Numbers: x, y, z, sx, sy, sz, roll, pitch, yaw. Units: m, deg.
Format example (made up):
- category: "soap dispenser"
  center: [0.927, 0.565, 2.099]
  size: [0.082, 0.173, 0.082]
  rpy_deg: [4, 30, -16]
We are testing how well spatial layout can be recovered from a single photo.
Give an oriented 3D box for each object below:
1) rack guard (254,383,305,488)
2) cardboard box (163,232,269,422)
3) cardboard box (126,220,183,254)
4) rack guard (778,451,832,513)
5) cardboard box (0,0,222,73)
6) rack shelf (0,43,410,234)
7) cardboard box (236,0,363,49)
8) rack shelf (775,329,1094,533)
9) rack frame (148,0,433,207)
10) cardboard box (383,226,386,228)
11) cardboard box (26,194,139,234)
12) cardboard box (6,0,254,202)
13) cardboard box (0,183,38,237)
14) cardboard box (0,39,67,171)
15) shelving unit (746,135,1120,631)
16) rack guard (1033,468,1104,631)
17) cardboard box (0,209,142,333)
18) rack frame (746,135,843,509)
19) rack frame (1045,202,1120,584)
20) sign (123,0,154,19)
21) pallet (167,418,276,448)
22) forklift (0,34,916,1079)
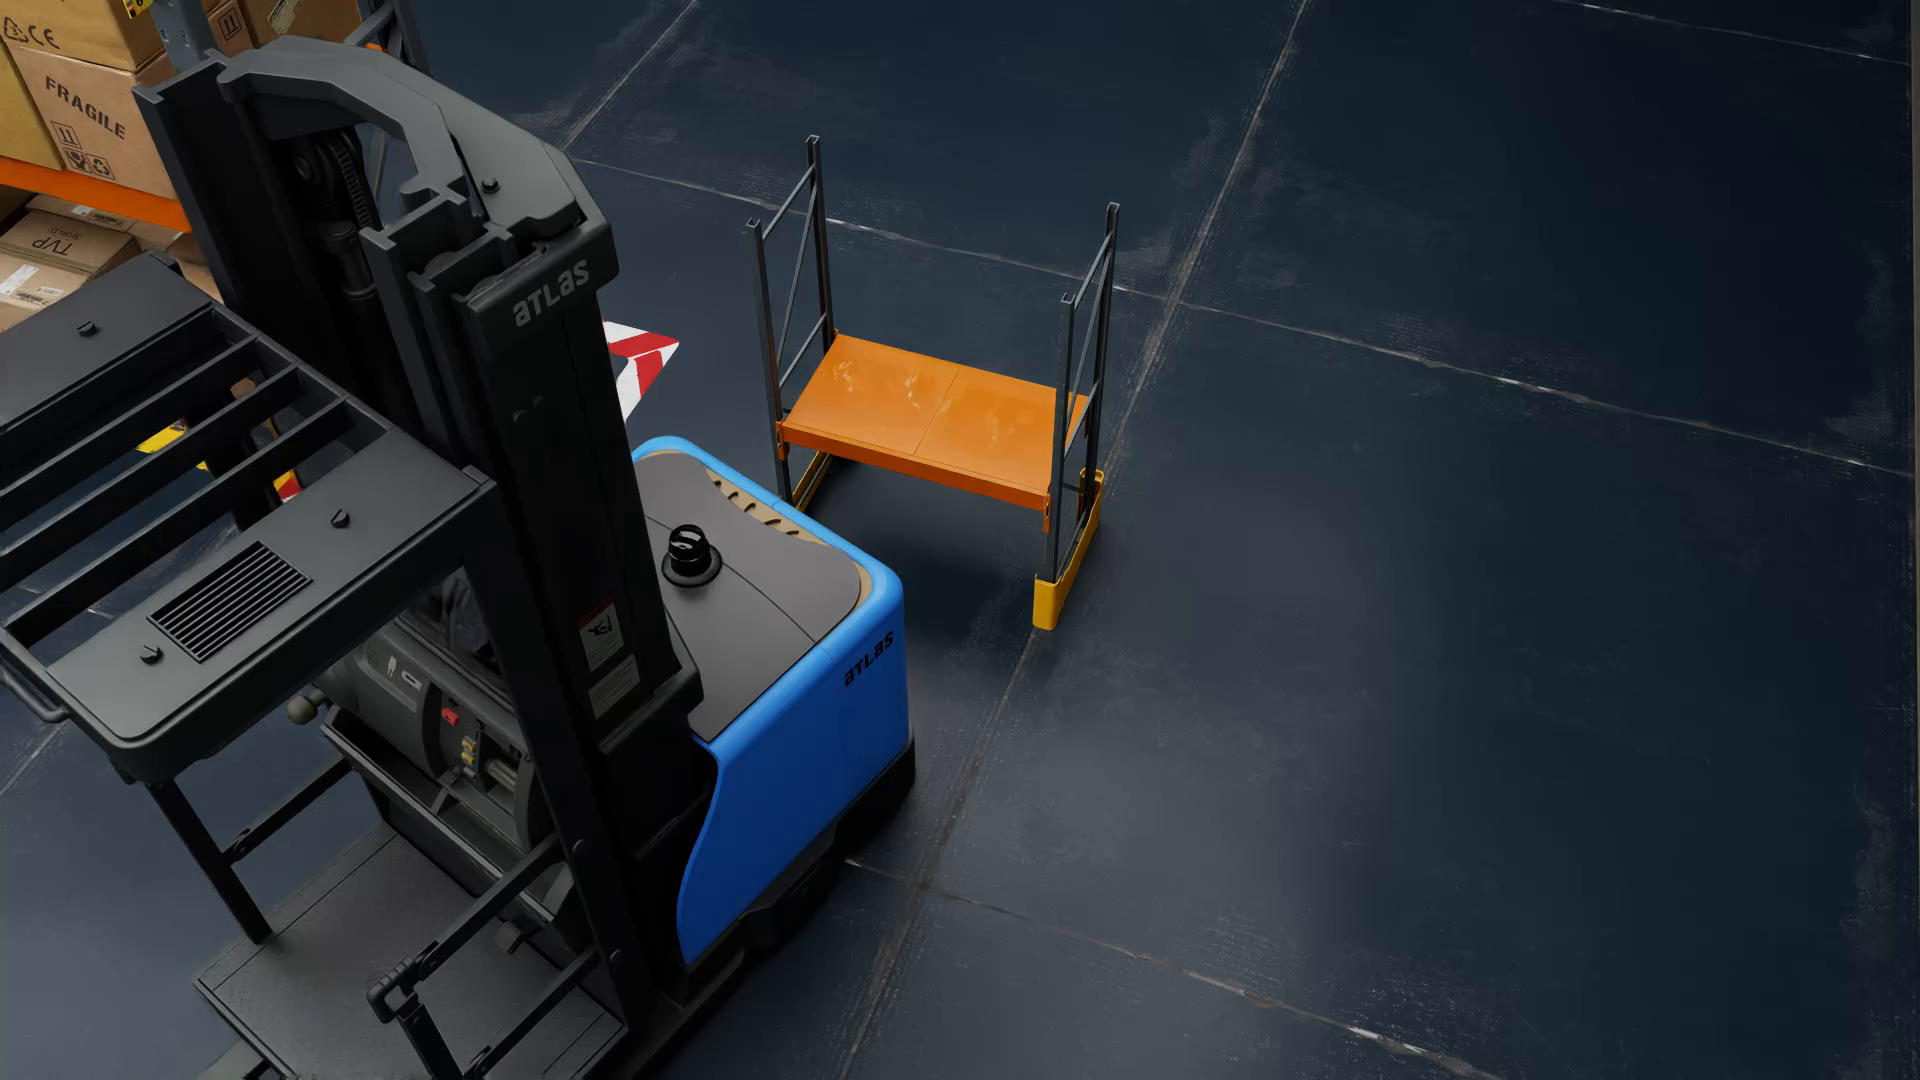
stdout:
- category: "rack guard"
  center: [-2.240, -0.755, 6.574]
  size: [0.348, 0.500, 1.175]
  rpy_deg: [16, 51, 13]
- category: "cardboard box"
  center: [-2.764, -0.847, 6.362]
  size: [0.500, 0.500, 0.500]
  rpy_deg: [16, 51, 13]
- category: "cardboard box"
  center: [-3.049, -1.272, 6.896]
  size: [0.500, 0.250, 0.500]
  rpy_deg: [16, 51, 13]
- category: "rack guard"
  center: [-0.539, -0.232, 6.286]
  size: [0.087, 0.250, 0.587]
  rpy_deg: [16, 51, 13]
- category: "cardboard box"
  center: [-2.681, -1.836, 5.128]
  size: [0.500, 0.500, 0.500]
  rpy_deg: [15, 51, 13]
- category: "rack shelf"
  center: [-4.045, -1.842, 6.338]
  size: [4.000, 0.370, 1.077]
  rpy_deg: [16, 51, 13]
- category: "cardboard box"
  center: [-2.493, -1.890, 5.837]
  size: [0.500, 0.500, 0.500]
  rpy_deg: [17, 51, 14]
- category: "rack shelf"
  center: [-0.080, -0.396, 5.839]
  size: [1.000, 0.185, 0.538]
  rpy_deg: [16, 51, 13]
- category: "rack frame"
  center: [-2.169, -1.554, 5.612]
  size: [0.127, 3.000, 1.000]
  rpy_deg: [16, 51, 13]
- category: "cardboard box"
  center: [-2.442, -1.118, 6.829]
  size: [0.250, 0.149, 0.380]
  rpy_deg: [16, 51, 13]
- category: "cardboard box"
  center: [-3.518, -1.403, 7.009]
  size: [0.500, 0.250, 0.500]
  rpy_deg: [16, 51, 13]
- category: "cardboard box"
  center: [-2.683, -1.511, 5.509]
  size: [0.500, 0.500, 0.500]
  rpy_deg: [17, 51, 14]
- category: "cardboard box"
  center: [-4.157, -1.440, 6.874]
  size: [0.637, 0.503, 0.797]
  rpy_deg: [16, 51, 13]
- category: "cardboard box"
  center: [-3.171, -1.645, 5.624]
  size: [0.500, 0.500, 0.500]
  rpy_deg: [16, 51, 13]
- category: "shelving unit"
  center: [-0.072, -0.511, 5.701]
  size: [1.083, 1.500, 0.587]
  rpy_deg: [16, 51, 13]
- category: "rack guard"
  center: [0.396, 0.029, 6.060]
  size: [0.087, 0.250, 0.587]
  rpy_deg: [16, 51, 13]
- category: "cardboard box"
  center: [-3.645, -1.035, 6.691]
  size: [0.500, 0.250, 0.500]
  rpy_deg: [16, 51, 13]
- category: "rack frame"
  center: [-0.557, -0.647, 5.818]
  size: [0.032, 1.500, 0.500]
  rpy_deg: [16, 51, 13]
- category: "rack frame"
  center: [0.397, -0.380, 5.587]
  size: [0.032, 1.500, 0.500]
  rpy_deg: [16, 51, 13]
- category: "sign"
  center: [-2.380, -1.649, 4.719]
  size: [0.005, 0.325, 0.100]
  rpy_deg: [16, 51, 13]
- category: "pallet"
  center: [-2.988, -0.869, 6.863]
  size: [1.213, 0.211, 1.003]
  rpy_deg: [16, 51, 13]
- category: "forklift"
  center: [-1.462, 0.492, 3.884]
  size: [1.130, 2.935, 3.031]
  rpy_deg: [31, 56, 24]
